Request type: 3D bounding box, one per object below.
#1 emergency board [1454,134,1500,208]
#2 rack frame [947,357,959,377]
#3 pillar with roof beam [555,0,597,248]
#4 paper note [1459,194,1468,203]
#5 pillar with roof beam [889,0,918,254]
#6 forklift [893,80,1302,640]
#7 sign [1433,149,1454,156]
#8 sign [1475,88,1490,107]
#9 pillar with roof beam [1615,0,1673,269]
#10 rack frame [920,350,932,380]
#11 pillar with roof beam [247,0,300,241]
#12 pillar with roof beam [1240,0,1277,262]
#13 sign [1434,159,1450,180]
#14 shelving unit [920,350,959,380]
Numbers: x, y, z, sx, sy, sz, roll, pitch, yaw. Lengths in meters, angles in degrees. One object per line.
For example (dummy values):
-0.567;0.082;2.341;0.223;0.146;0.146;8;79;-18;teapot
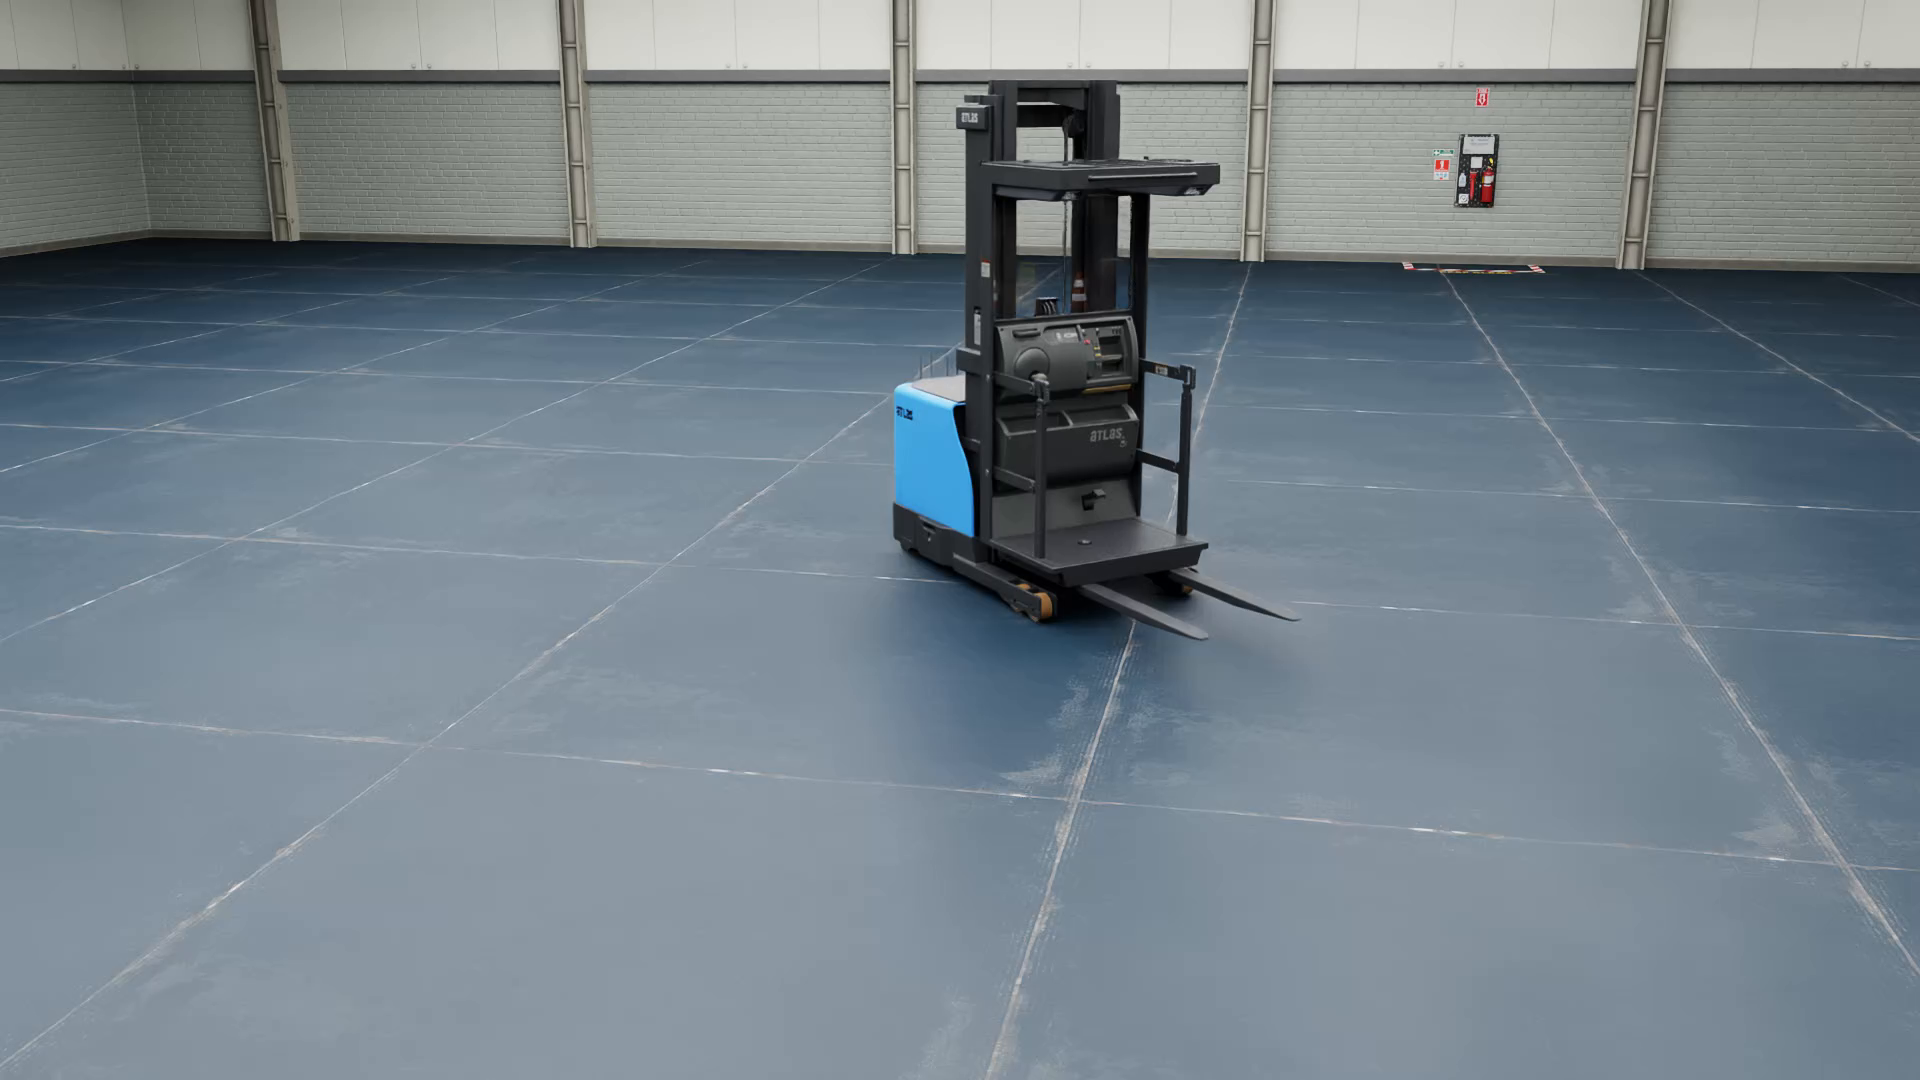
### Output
8.382;-5.972;26.931;0.643;1.169;0.194;3;16;11;emergency board
-0.048;-0.637;11.042;0.006;1.200;0.240;5;16;17;rack frame
-7.701;-8.553;25.010;0.400;9.000;9.100;3;16;11;pillar with roof beam
8.222;-5.574;27.147;0.142;0.148;0.016;3;16;11;paper note
-1.821;-8.233;23.858;0.400;9.000;9.100;3;16;11;pillar with roof beam
0.740;-1.093;9.449;1.130;2.935;3.031;-9;18;-29;forklift
7.864;-6.298;27.049;0.331;0.109;0.001;3;16;11;sign
8.394;-7.115;26.717;0.199;0.298;0.001;3;16;11;sign
9.938;-7.595;21.554;0.400;9.000;9.100;3;16;11;pillar with roof beam
-0.223;-0.651;11.095;0.006;1.200;0.240;5;16;17;rack frame
-13.580;-8.872;26.163;0.400;9.000;9.100;3;16;11;pillar with roof beam
4.059;-7.914;22.706;0.400;9.000;9.100;3;16;11;pillar with roof beam
7.861;-6.045;27.129;0.234;0.329;0.001;3;16;11;sign
-0.135;-0.644;11.069;0.189;1.200;0.258;5;16;17;shelving unit
